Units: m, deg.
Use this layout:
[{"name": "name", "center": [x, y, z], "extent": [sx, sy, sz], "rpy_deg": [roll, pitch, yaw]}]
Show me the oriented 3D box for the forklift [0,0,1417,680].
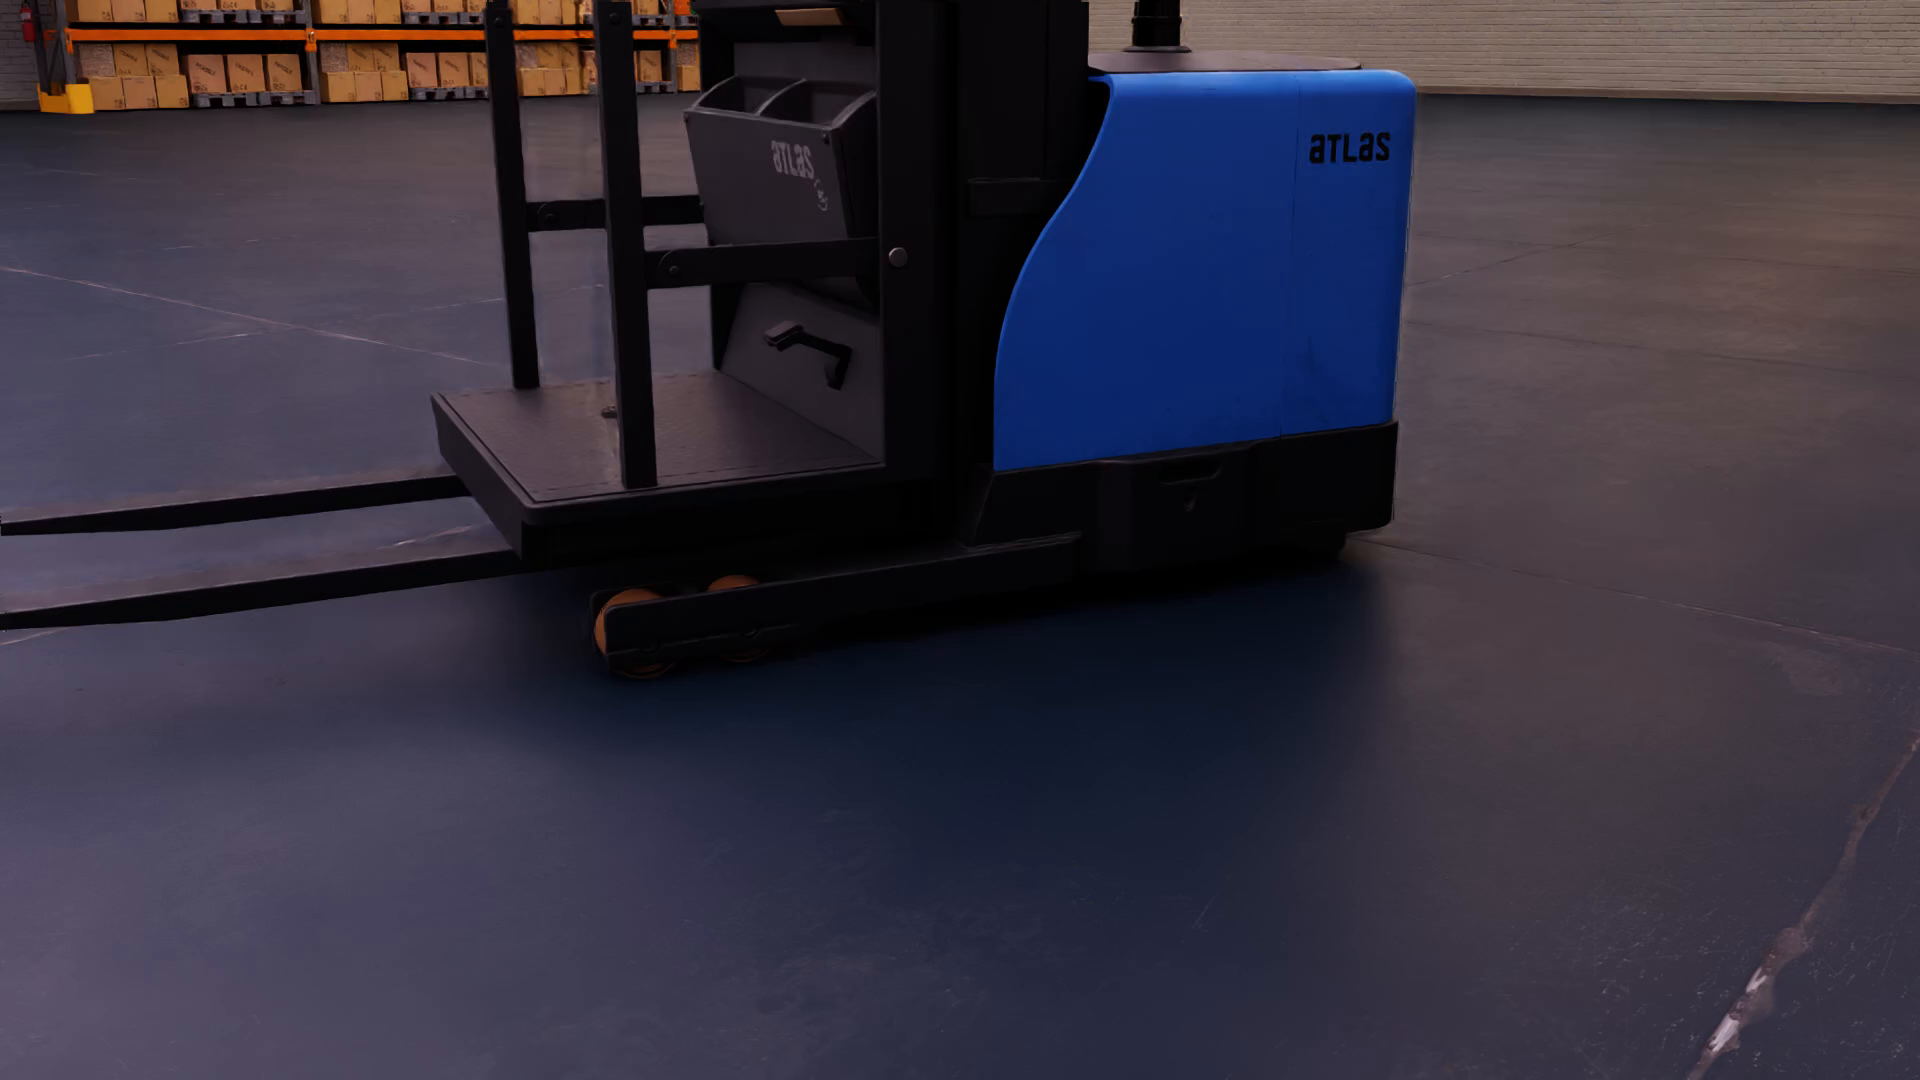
[{"name": "forklift", "center": [-0.558, -1.318, 3.237], "extent": [3.031, 2.935, 1.130], "rpy_deg": [-8, 19, -25]}]
